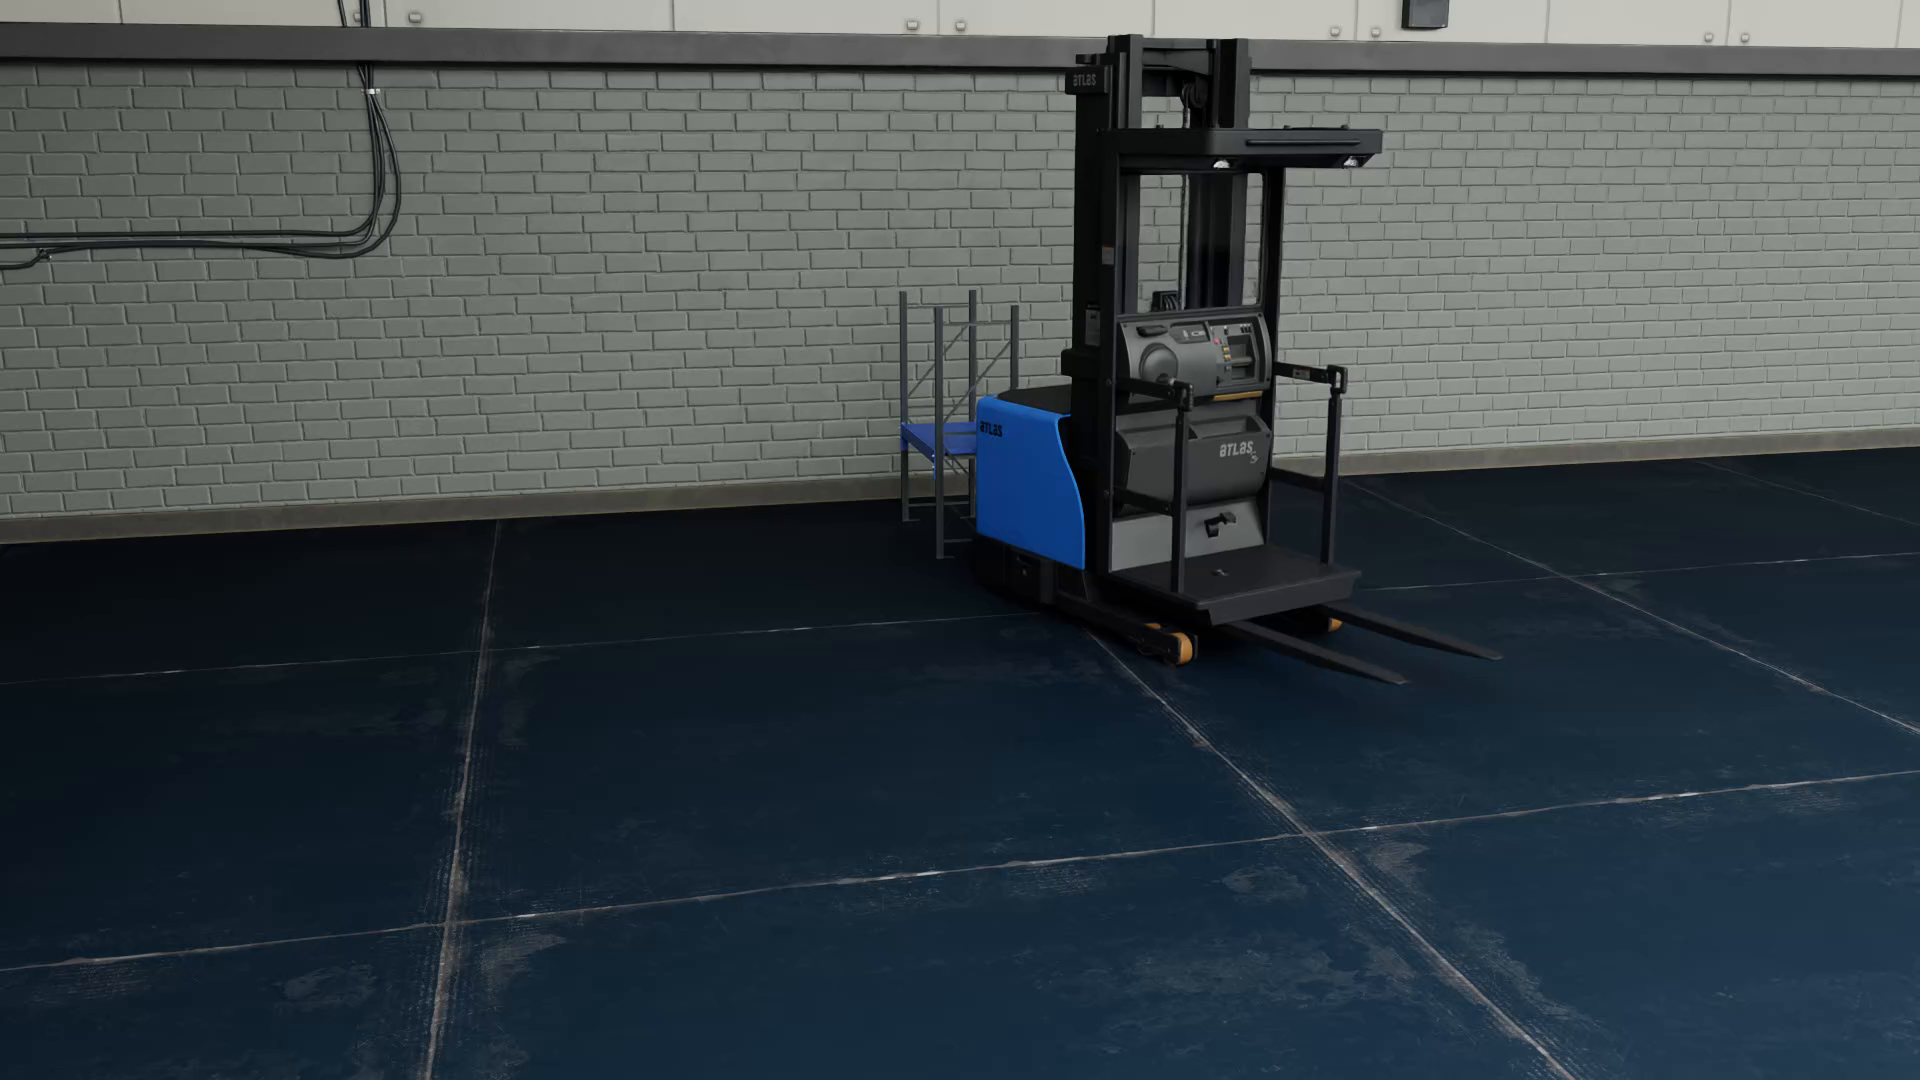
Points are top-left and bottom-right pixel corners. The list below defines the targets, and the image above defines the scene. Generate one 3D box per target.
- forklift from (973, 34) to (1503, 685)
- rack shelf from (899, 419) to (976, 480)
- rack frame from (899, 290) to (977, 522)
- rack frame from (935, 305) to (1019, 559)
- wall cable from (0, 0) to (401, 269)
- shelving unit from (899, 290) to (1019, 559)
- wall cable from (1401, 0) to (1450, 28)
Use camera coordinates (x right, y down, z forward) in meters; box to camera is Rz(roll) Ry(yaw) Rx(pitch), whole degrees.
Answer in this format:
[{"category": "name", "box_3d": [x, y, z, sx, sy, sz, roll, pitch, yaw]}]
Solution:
[{"category": "forklift", "box_3d": [1.300, -0.946, 8.122, 1.130, 2.935, 3.031, -9, 16, -32]}, {"category": "rack shelf", "box_3d": [-0.020, -0.574, 10.372, 0.538, 0.185, 1.000, -3, 14, -13]}, {"category": "rack frame", "box_3d": [-0.139, -0.866, 10.810, 0.500, 1.500, 0.032, -3, 14, -13]}, {"category": "rack frame", "box_3d": [0.099, -0.631, 9.850, 0.500, 1.500, 0.032, -3, 14, -13]}, {"category": "wall cable", "box_3d": [-4.987, -2.886, 9.821, 3.097, 2.526, 0.112, -3, 14, -13]}, {"category": "shelving unit", "box_3d": [-0.020, -0.748, 10.330, 0.538, 1.500, 1.048, -3, 14, -13]}, {"category": "wall cable", "box_3d": [4.245, -6.572, 11.200, 2.305, 6.003, 0.169, -3, 14, -13]}]
